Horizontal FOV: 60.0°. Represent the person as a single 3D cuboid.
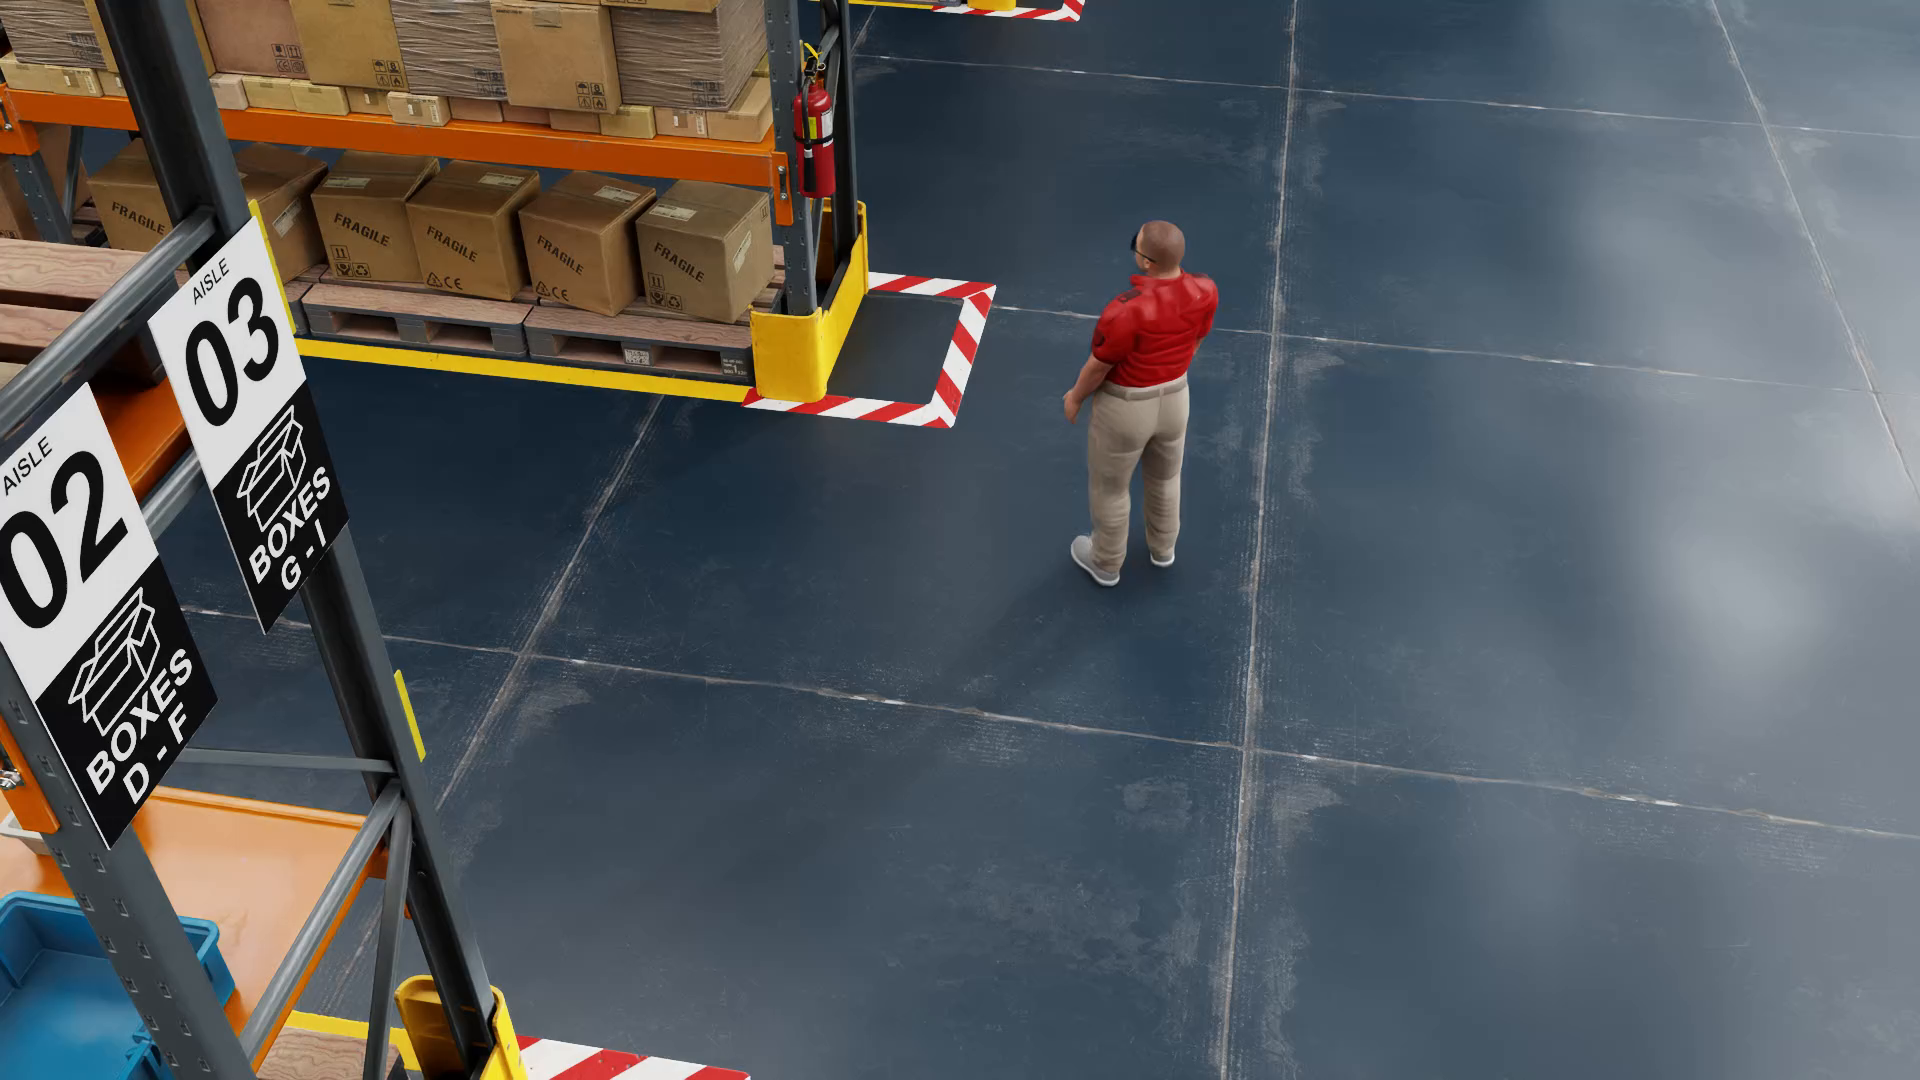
[{"bbox_3d":[0.738,-0.563,6.806,0.596,1.740,0.400,-19,44,-21],"label":"person"}]
